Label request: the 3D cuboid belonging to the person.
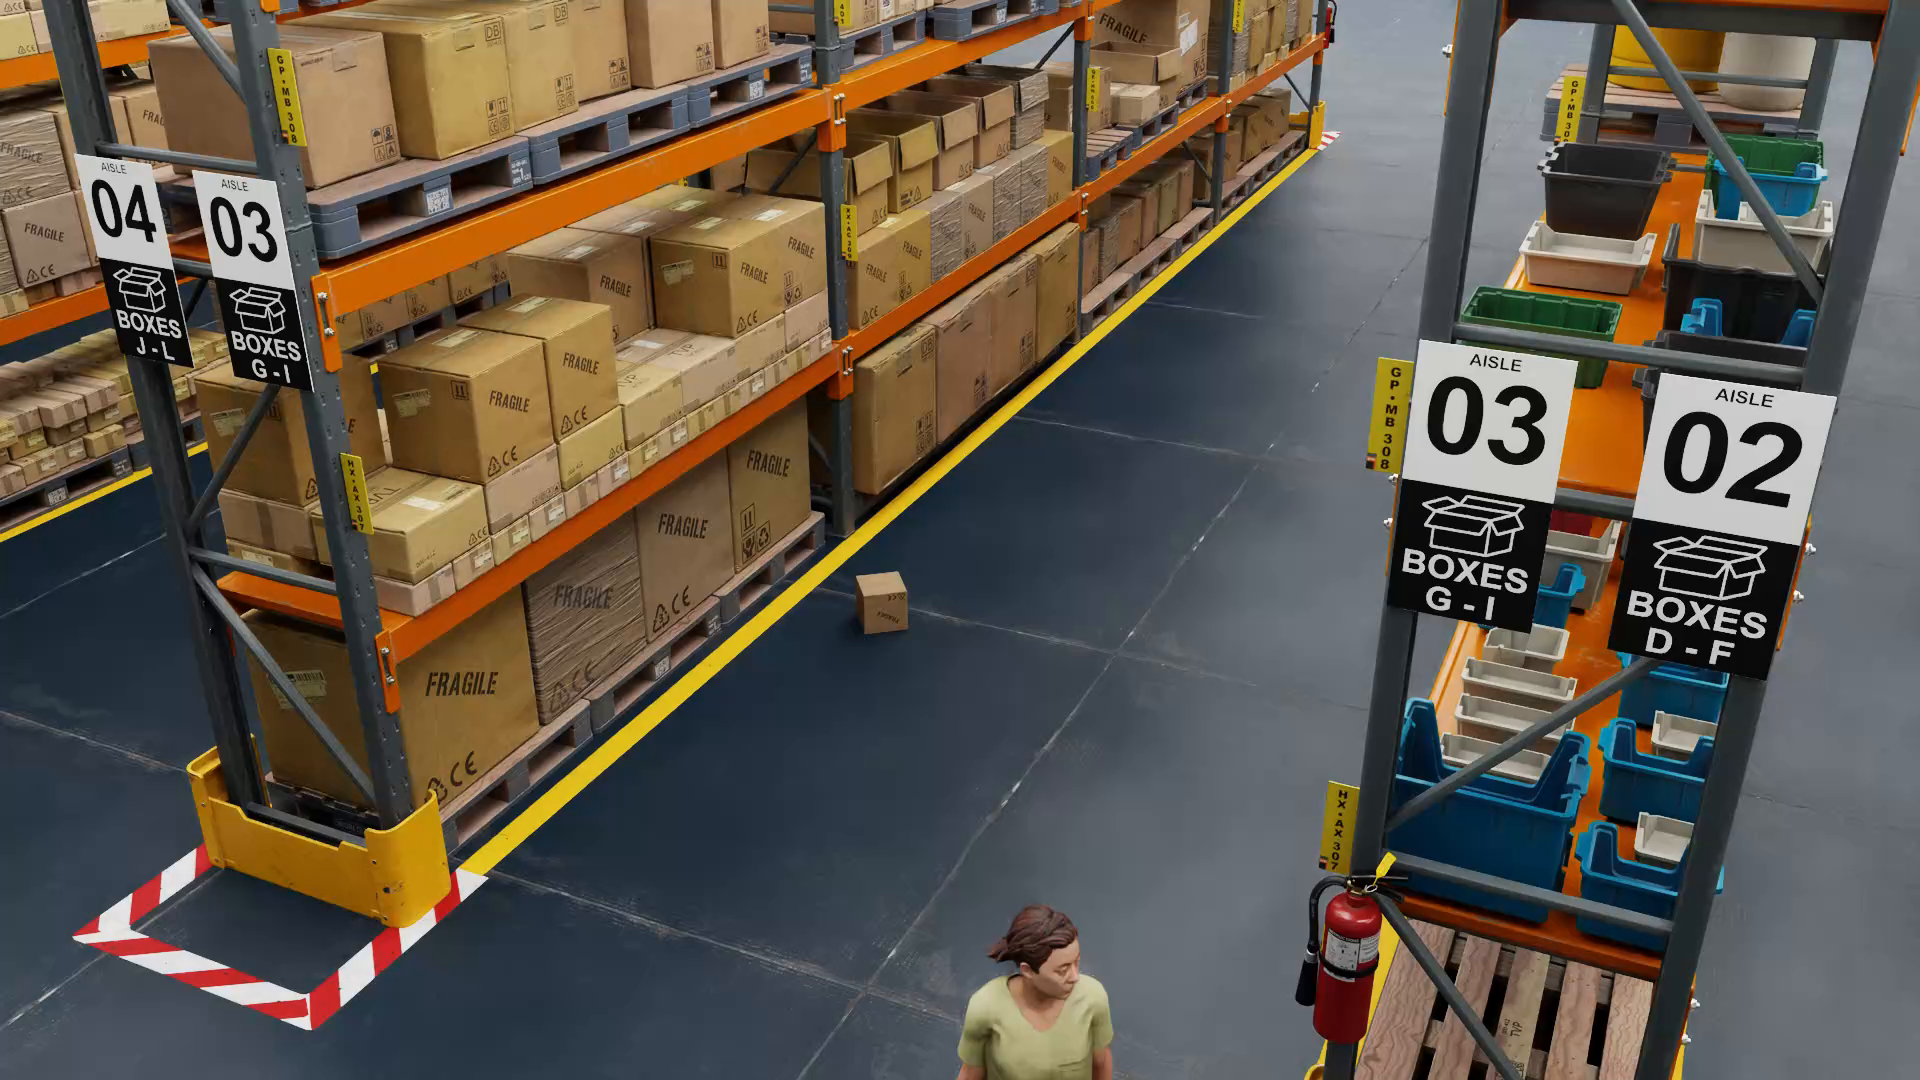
[{"bbox_3d":[0.221,1.823,4.931,0.460,1.734,0.408,0,26,0],"label":"person"}]
